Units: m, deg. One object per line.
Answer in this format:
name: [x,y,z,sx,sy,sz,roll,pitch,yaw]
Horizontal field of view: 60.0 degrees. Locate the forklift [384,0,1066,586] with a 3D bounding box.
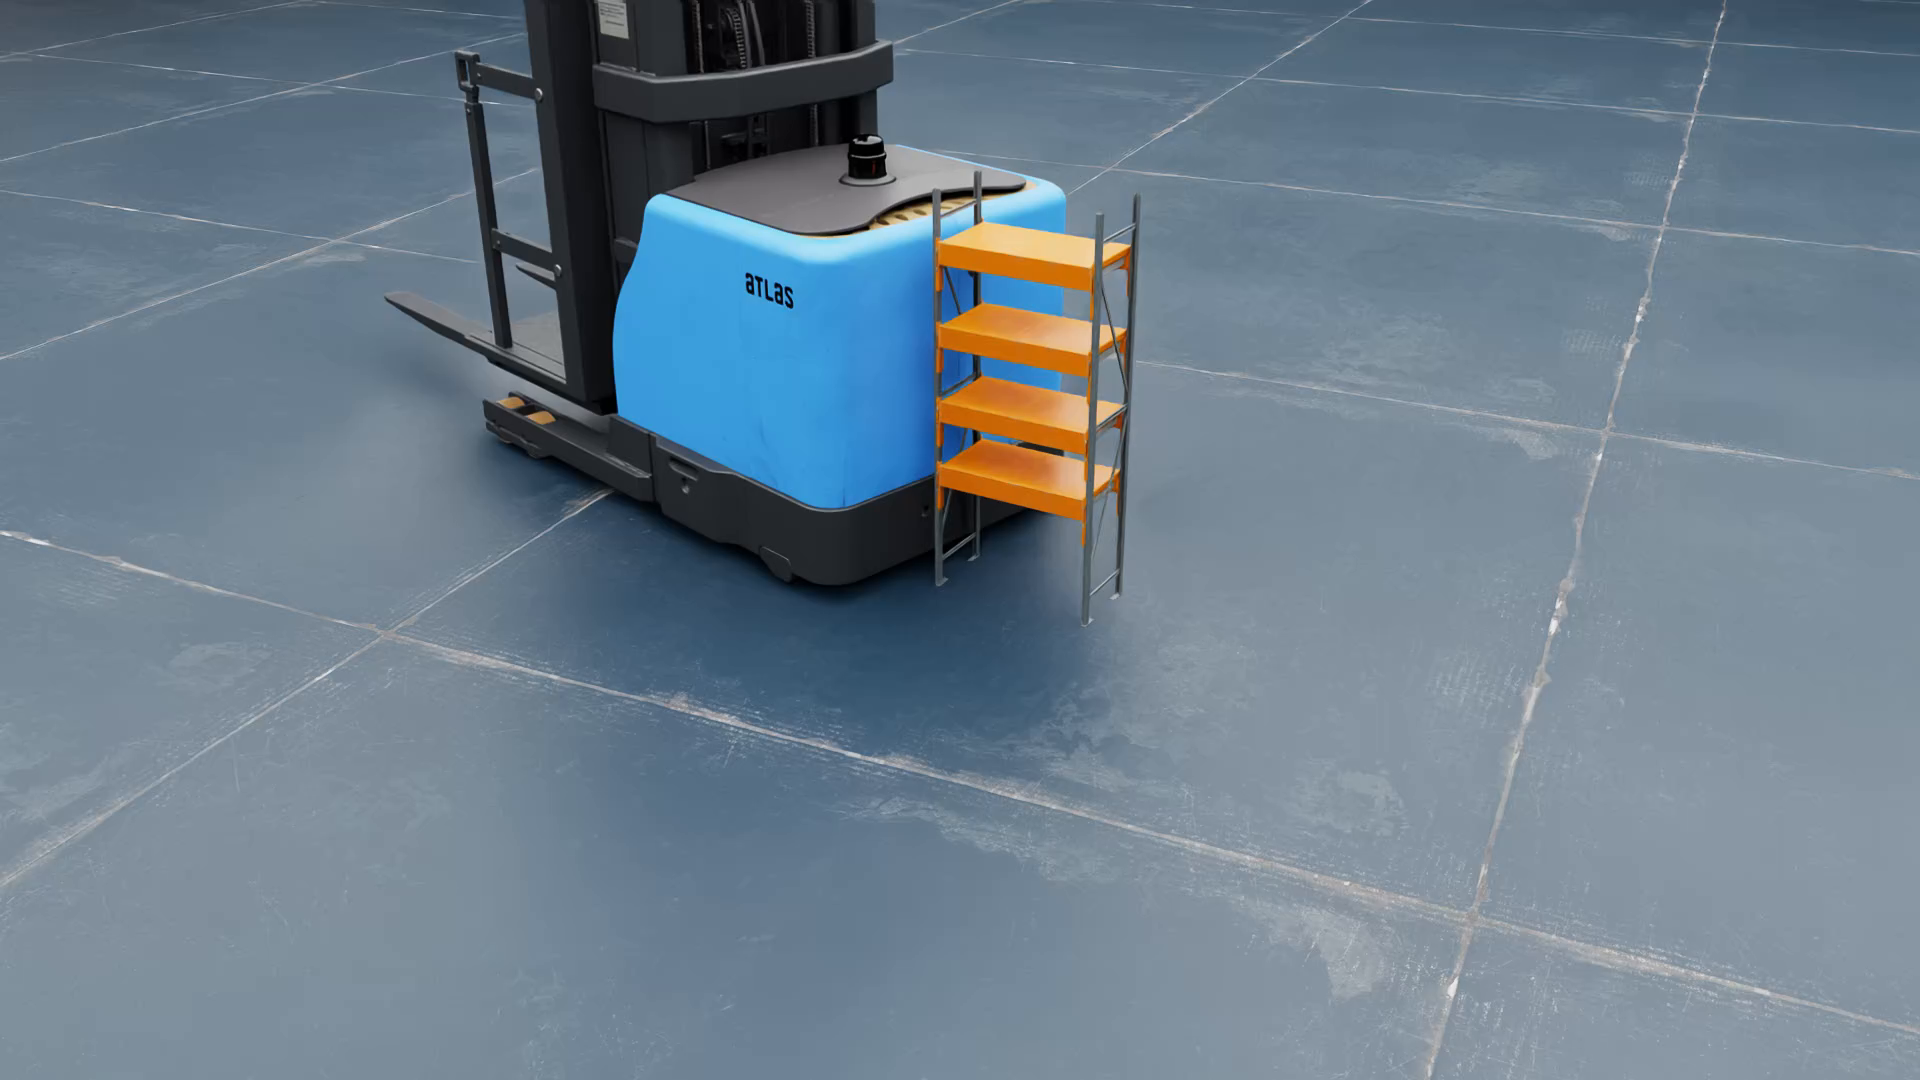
forklift: [-1.053,-1.738,5.462,1.130,2.935,3.031,-23,35,-39]

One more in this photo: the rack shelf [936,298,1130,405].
rack shelf: [0.203,-0.528,4.611,0.480,0.148,0.258,15,30,27]

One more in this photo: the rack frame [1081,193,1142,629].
rack frame: [0.412,-0.333,4.567,0.015,1.200,0.240,15,30,27]

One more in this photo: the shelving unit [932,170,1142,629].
shelving unit: [0.203,-0.388,4.680,0.503,1.200,0.258,15,30,27]

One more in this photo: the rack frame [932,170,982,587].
rack frame: [-0.007,-0.443,4.792,0.015,1.200,0.240,15,30,27]

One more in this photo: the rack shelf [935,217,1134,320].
rack shelf: [0.203,-0.741,4.506,0.480,0.148,0.258,15,30,27]

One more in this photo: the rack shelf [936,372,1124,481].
rack shelf: [0.203,-0.328,4.709,0.480,0.148,0.258,15,30,27]

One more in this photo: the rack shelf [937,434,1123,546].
rack shelf: [0.203,-0.149,4.797,0.480,0.148,0.258,15,30,27]
